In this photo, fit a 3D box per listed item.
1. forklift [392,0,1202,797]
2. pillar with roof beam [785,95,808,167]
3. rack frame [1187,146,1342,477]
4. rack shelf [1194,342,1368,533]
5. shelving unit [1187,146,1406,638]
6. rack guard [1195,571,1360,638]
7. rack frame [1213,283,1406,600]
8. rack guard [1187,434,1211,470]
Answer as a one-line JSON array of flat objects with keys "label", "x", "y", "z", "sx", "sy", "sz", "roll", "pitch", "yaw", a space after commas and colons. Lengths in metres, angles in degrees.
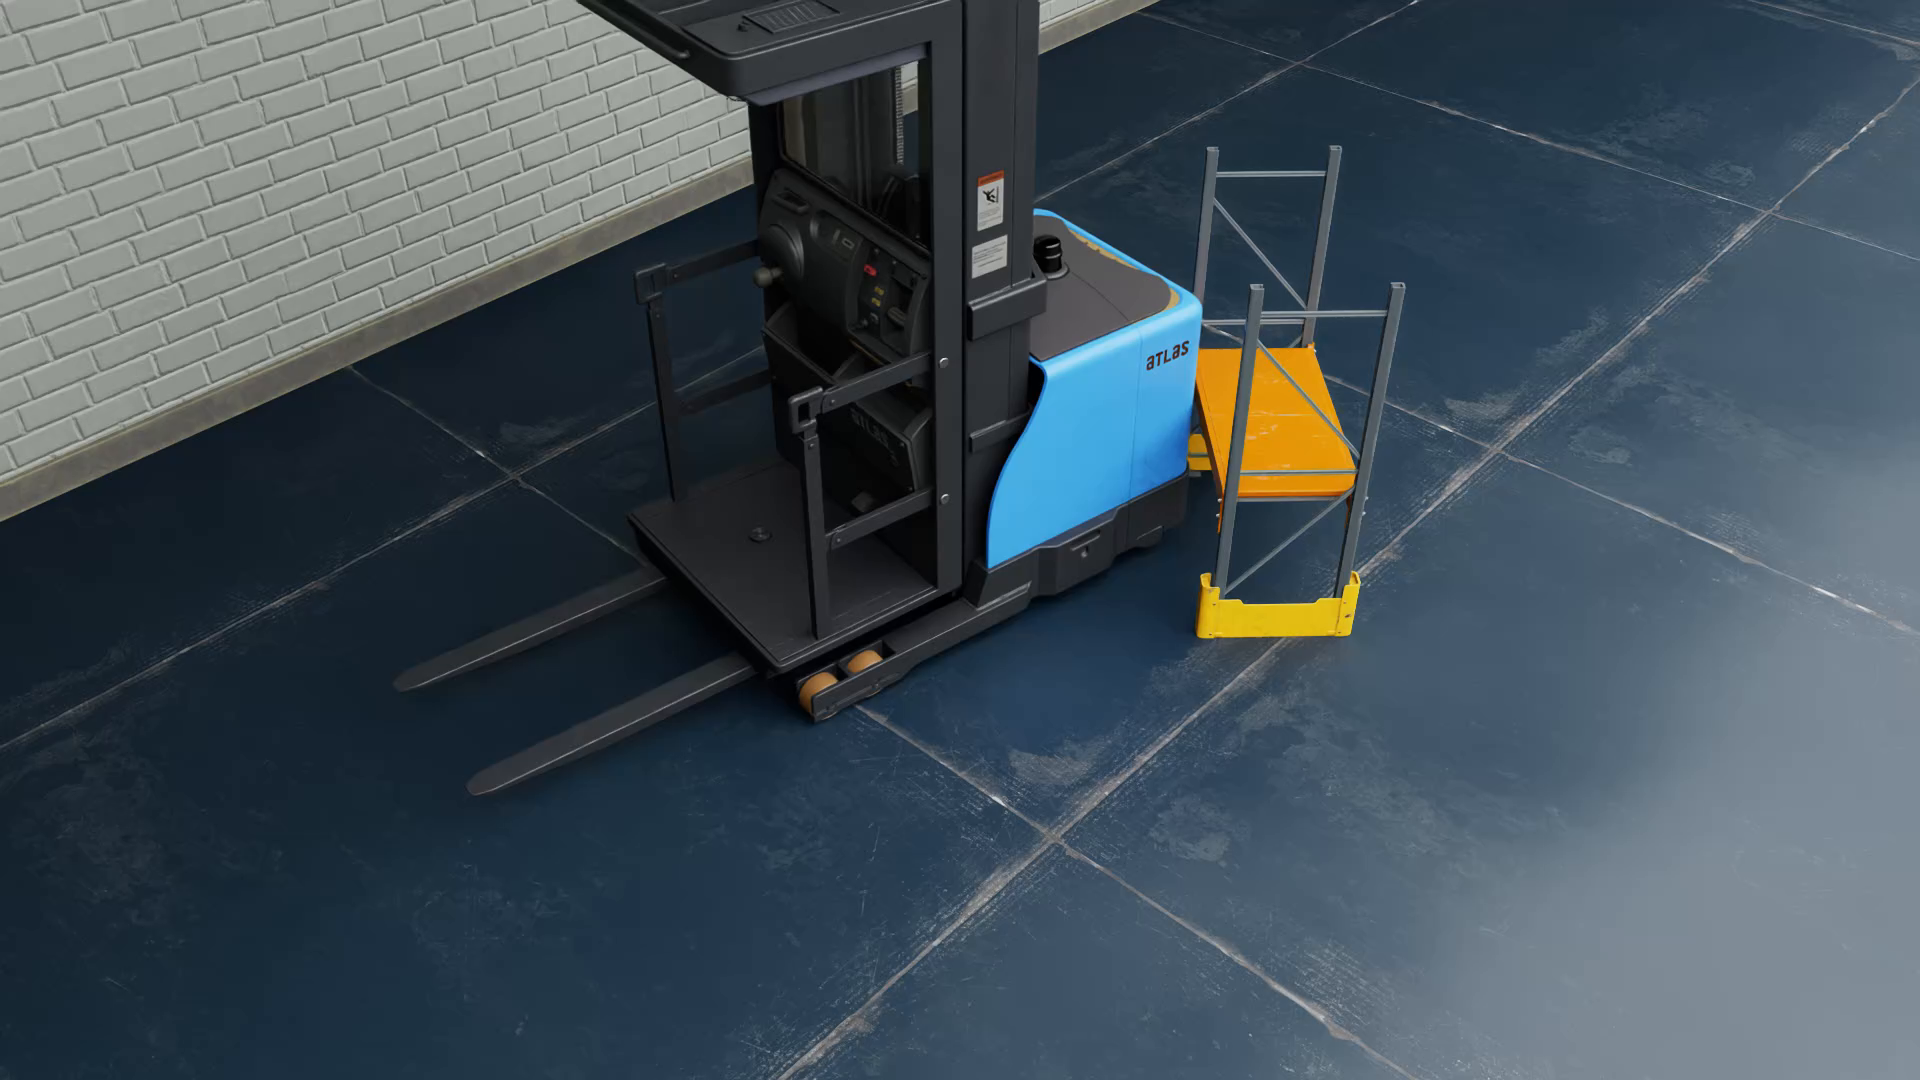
[{"label": "forklift", "x": -0.566, "y": -0.881, "z": 5.503, "sx": 3.031, "sy": 2.935, "sz": 1.130, "roll": -25, "pitch": 45, "yaw": -28}, {"label": "pillar with roof beam", "x": 2.429, "y": -3.861, "z": 4.375, "sx": 9.100, "sy": 9.000, "sz": 0.400, "roll": 30, "pitch": 47, "yaw": 32}, {"label": "rack frame", "x": 1.165, "y": -0.867, "z": 6.635, "sx": 0.500, "sy": 1.500, "sz": 0.032, "roll": -1, "pitch": 38, "yaw": -1}, {"label": "rack shelf", "x": 1.177, "y": -0.410, "z": 6.349, "sx": 0.538, "sy": 0.185, "sz": 1.000, "roll": -1, "pitch": 38, "yaw": -1}, {"label": "shelving unit", "x": 1.177, "y": -0.556, "z": 6.244, "sx": 0.587, "sy": 1.500, "sz": 1.083, "roll": -1, "pitch": 38, "yaw": -1}, {"label": "rack guard", "x": 1.188, "y": 0.243, "z": 6.243, "sx": 0.587, "sy": 0.250, "sz": 0.087, "roll": -1, "pitch": 38, "yaw": -1}, {"label": "rack frame", "x": 1.188, "y": -0.234, "z": 5.839, "sx": 0.500, "sy": 1.500, "sz": 0.032, "roll": -1, "pitch": 38, "yaw": -1}, {"label": "rack guard", "x": 1.166, "y": -0.377, "z": 7.023, "sx": 0.587, "sy": 0.250, "sz": 0.087, "roll": -1, "pitch": 38, "yaw": -1}]
